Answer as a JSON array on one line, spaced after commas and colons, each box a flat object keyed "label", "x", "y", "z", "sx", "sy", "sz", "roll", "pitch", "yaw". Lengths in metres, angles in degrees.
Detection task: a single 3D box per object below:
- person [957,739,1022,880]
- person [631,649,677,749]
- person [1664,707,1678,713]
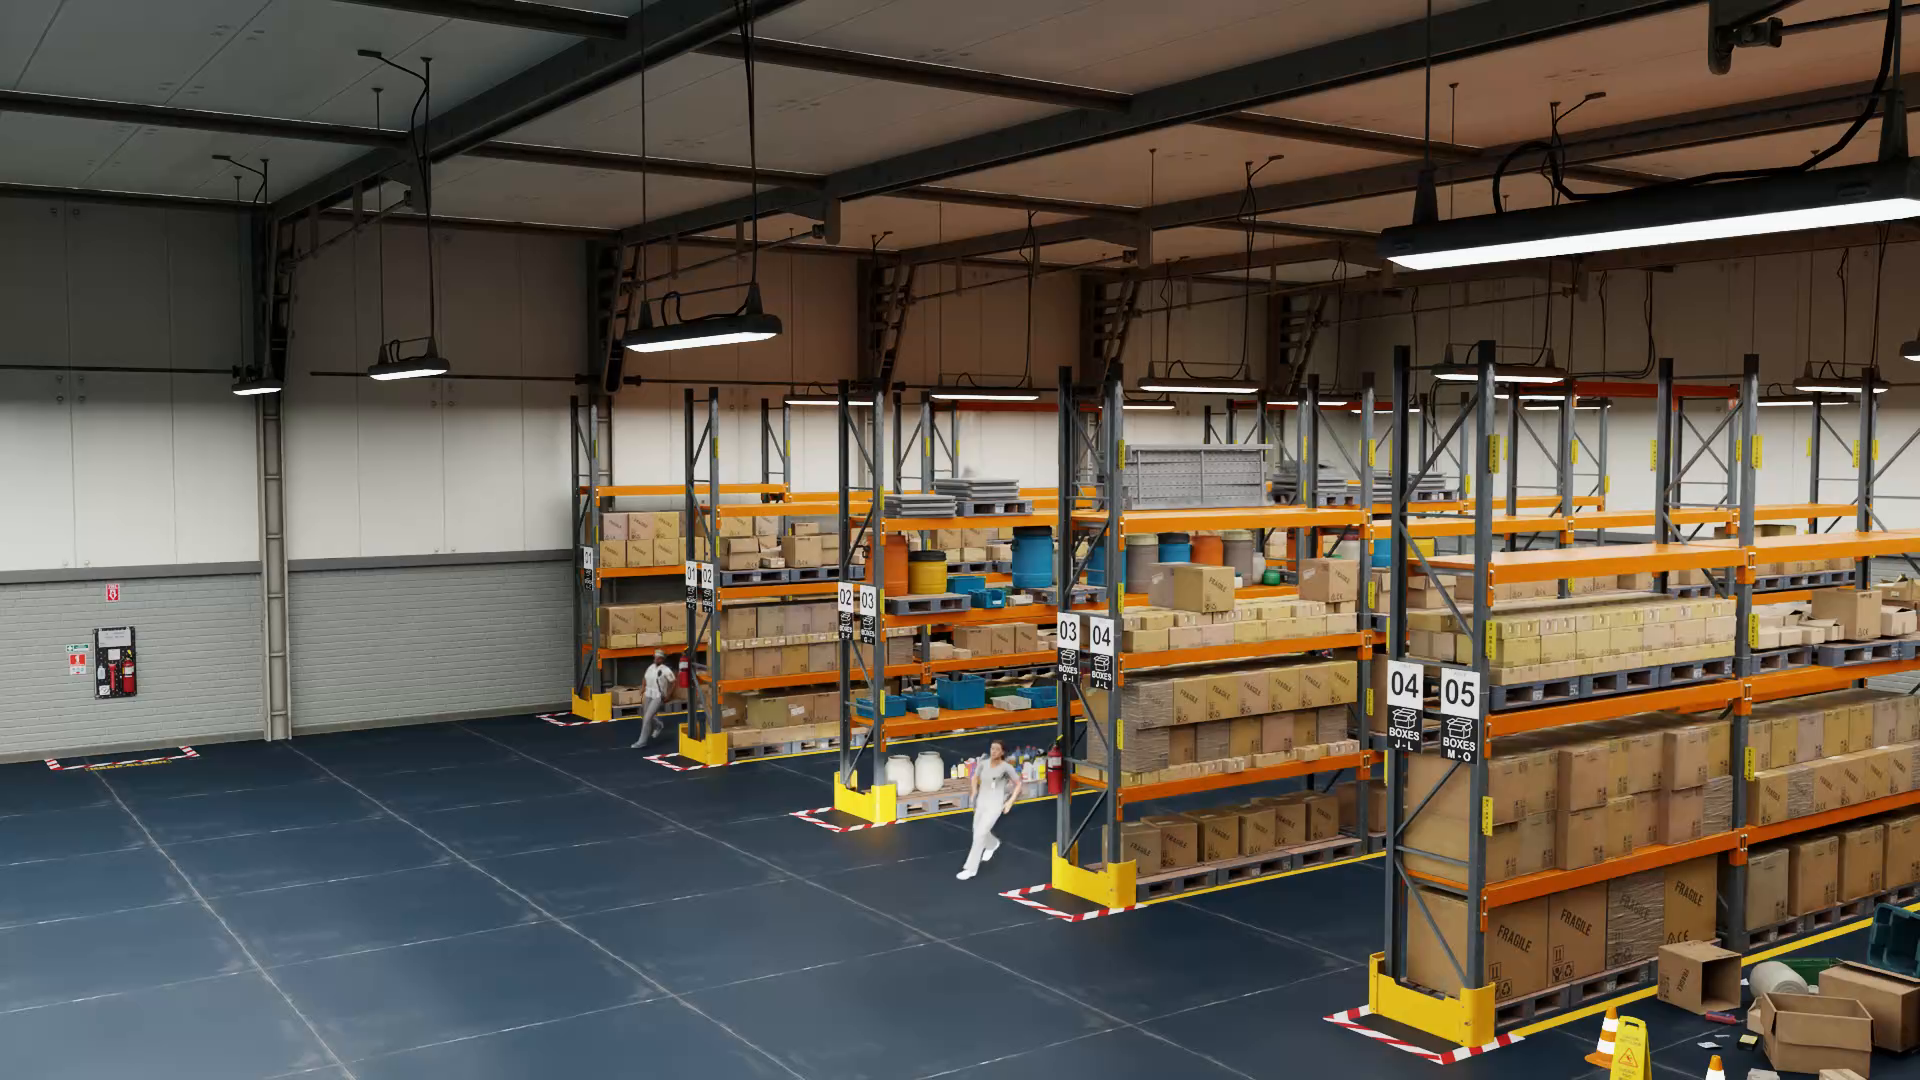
[{"label": "person", "x": 0.387, "y": 3.159, "z": 19.689, "sx": 0.624, "sy": 1.627, "sz": 0.884, "roll": 2, "pitch": 4, "yaw": 33}, {"label": "person", "x": -5.108, "y": 2.657, "z": 28.014, "sx": 0.641, "sy": 1.638, "sz": 0.836, "roll": 2, "pitch": 4, "yaw": 28}, {"label": "person", "x": 9.325, "y": 2.958, "z": 21.886, "sx": 0.738, "sy": 1.823, "sz": 0.677, "roll": -3, "pitch": 5, "yaw": -41}]
